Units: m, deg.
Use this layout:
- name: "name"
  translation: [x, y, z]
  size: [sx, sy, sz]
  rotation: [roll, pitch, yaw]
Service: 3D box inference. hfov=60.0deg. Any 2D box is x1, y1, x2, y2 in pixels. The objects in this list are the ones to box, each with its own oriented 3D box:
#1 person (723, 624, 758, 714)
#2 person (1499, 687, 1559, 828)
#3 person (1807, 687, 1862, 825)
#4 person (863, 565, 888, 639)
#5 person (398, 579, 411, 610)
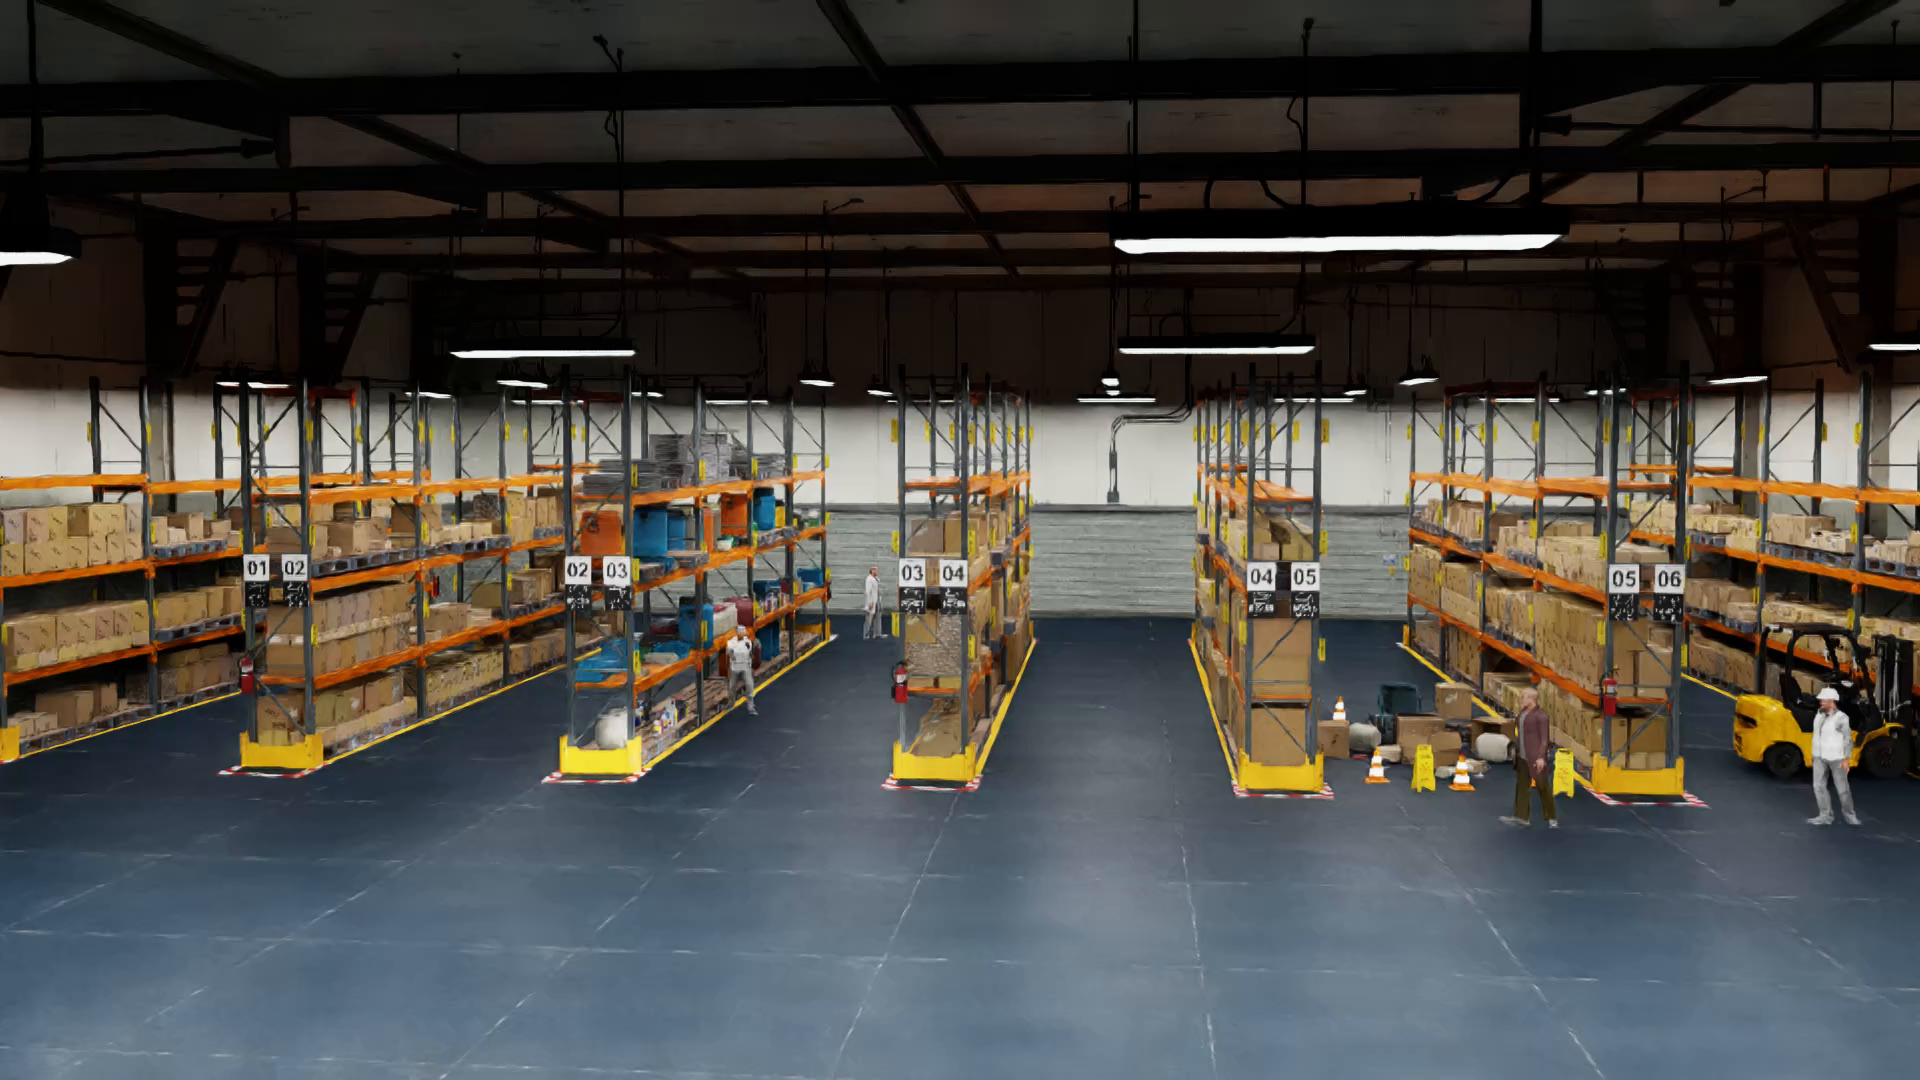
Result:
- name: "person"
  translation: [-3.935, 2.286, 29.704]
  size: [0.521, 1.591, 0.942]
  rotation: [-1, 4, -17]
- name: "person"
  translation: [7.292, 2.855, 21.164]
  size: [0.604, 1.589, 0.714]
  rotation: [-1, 4, -16]
- name: "person"
  translation: [11.192, 2.763, 21.273]
  size: [0.538, 1.767, 0.630]
  rotation: [-1, 4, -21]
- name: "person"
  translation: [-2.098, 1.503, 40.422]
  size: [0.482, 1.779, 0.668]
  rotation: [2, 4, 26]
- name: "person"
  translation: [-12.482, 1.731, 37.257]
  size: [0.391, 1.722, 0.624]
  rotation: [-1, 4, -8]
